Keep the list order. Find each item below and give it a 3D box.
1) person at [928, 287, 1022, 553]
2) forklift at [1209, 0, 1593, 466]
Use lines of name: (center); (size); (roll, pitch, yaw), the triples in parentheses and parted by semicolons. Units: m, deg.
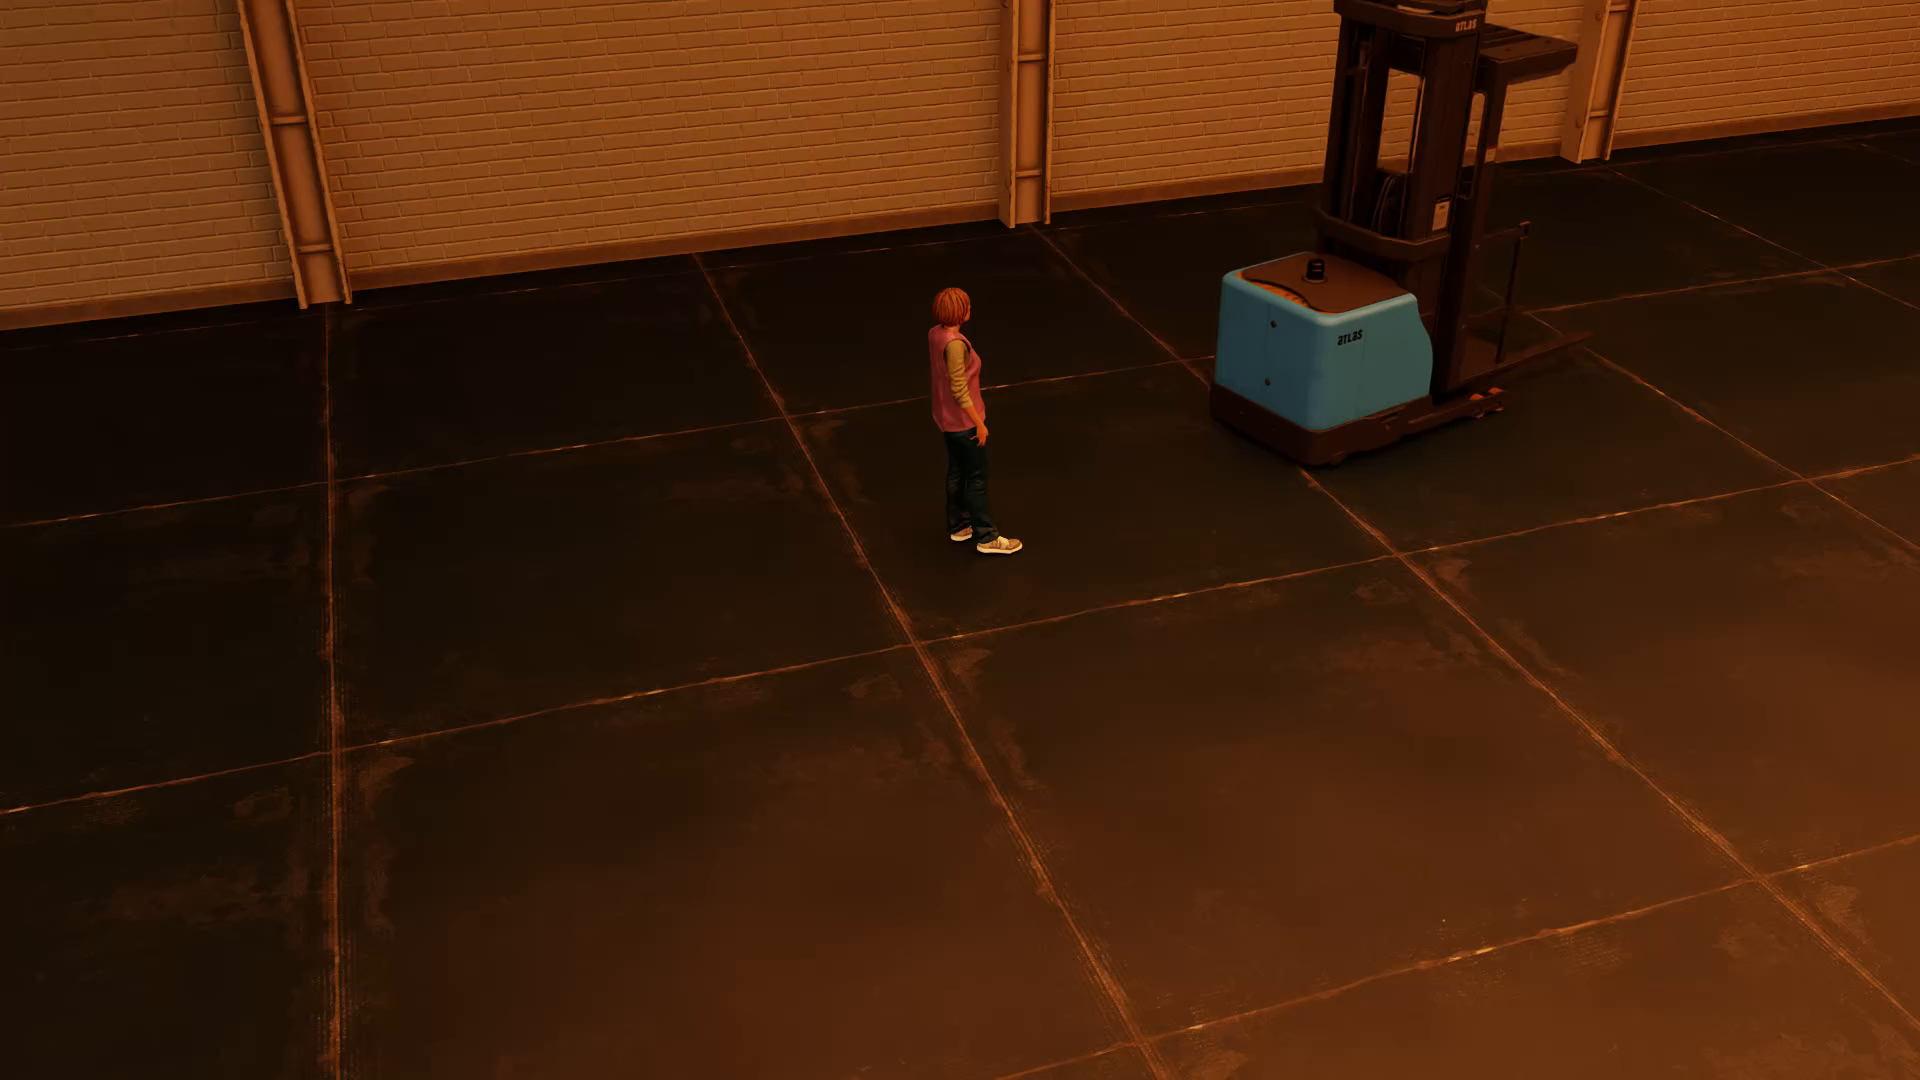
person: (0.075, -0.702, 9.634); (0.473, 1.595, 0.520); (-10, 31, -16)
forklift: (3.214, -2.309, 11.100); (3.031, 2.935, 1.130); (-19, 35, -29)
